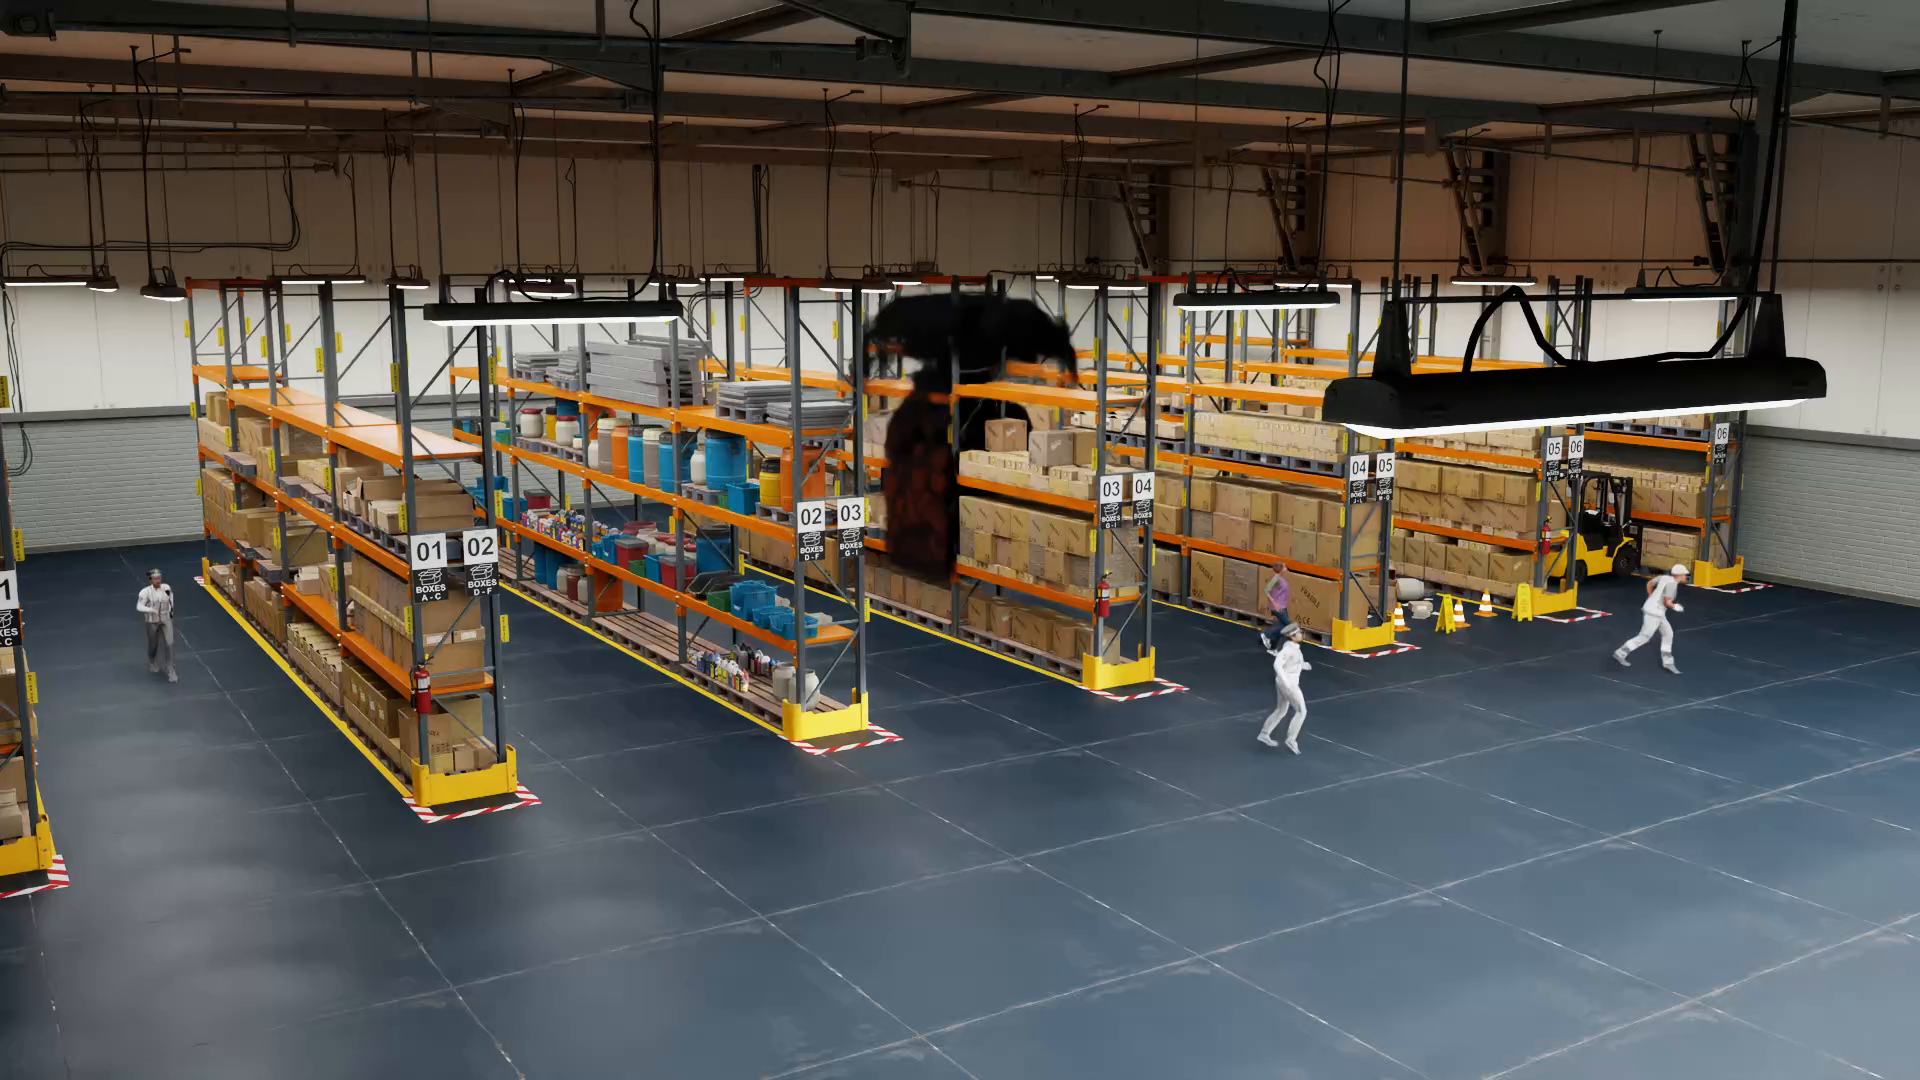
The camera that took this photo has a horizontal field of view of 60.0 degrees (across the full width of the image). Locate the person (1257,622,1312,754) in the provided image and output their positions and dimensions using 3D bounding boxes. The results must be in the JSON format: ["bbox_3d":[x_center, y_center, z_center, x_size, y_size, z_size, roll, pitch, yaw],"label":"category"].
[{"bbox_3d":[4.227,1.924,21.610,0.691,1.766,0.626,1,10,4],"label":"person"}]

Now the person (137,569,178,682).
[{"bbox_3d":[-12.253,1.264,25.390,0.562,1.719,0.857,-7,12,-35],"label":"person"}]

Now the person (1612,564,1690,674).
[{"bbox_3d":[10.708,1.220,25.785,1.060,1.729,0.703,1,10,8],"label":"person"}]

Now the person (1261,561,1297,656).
[{"bbox_3d":[5.173,1.109,26.808,0.498,1.568,0.541,5,11,26],"label":"person"}]
